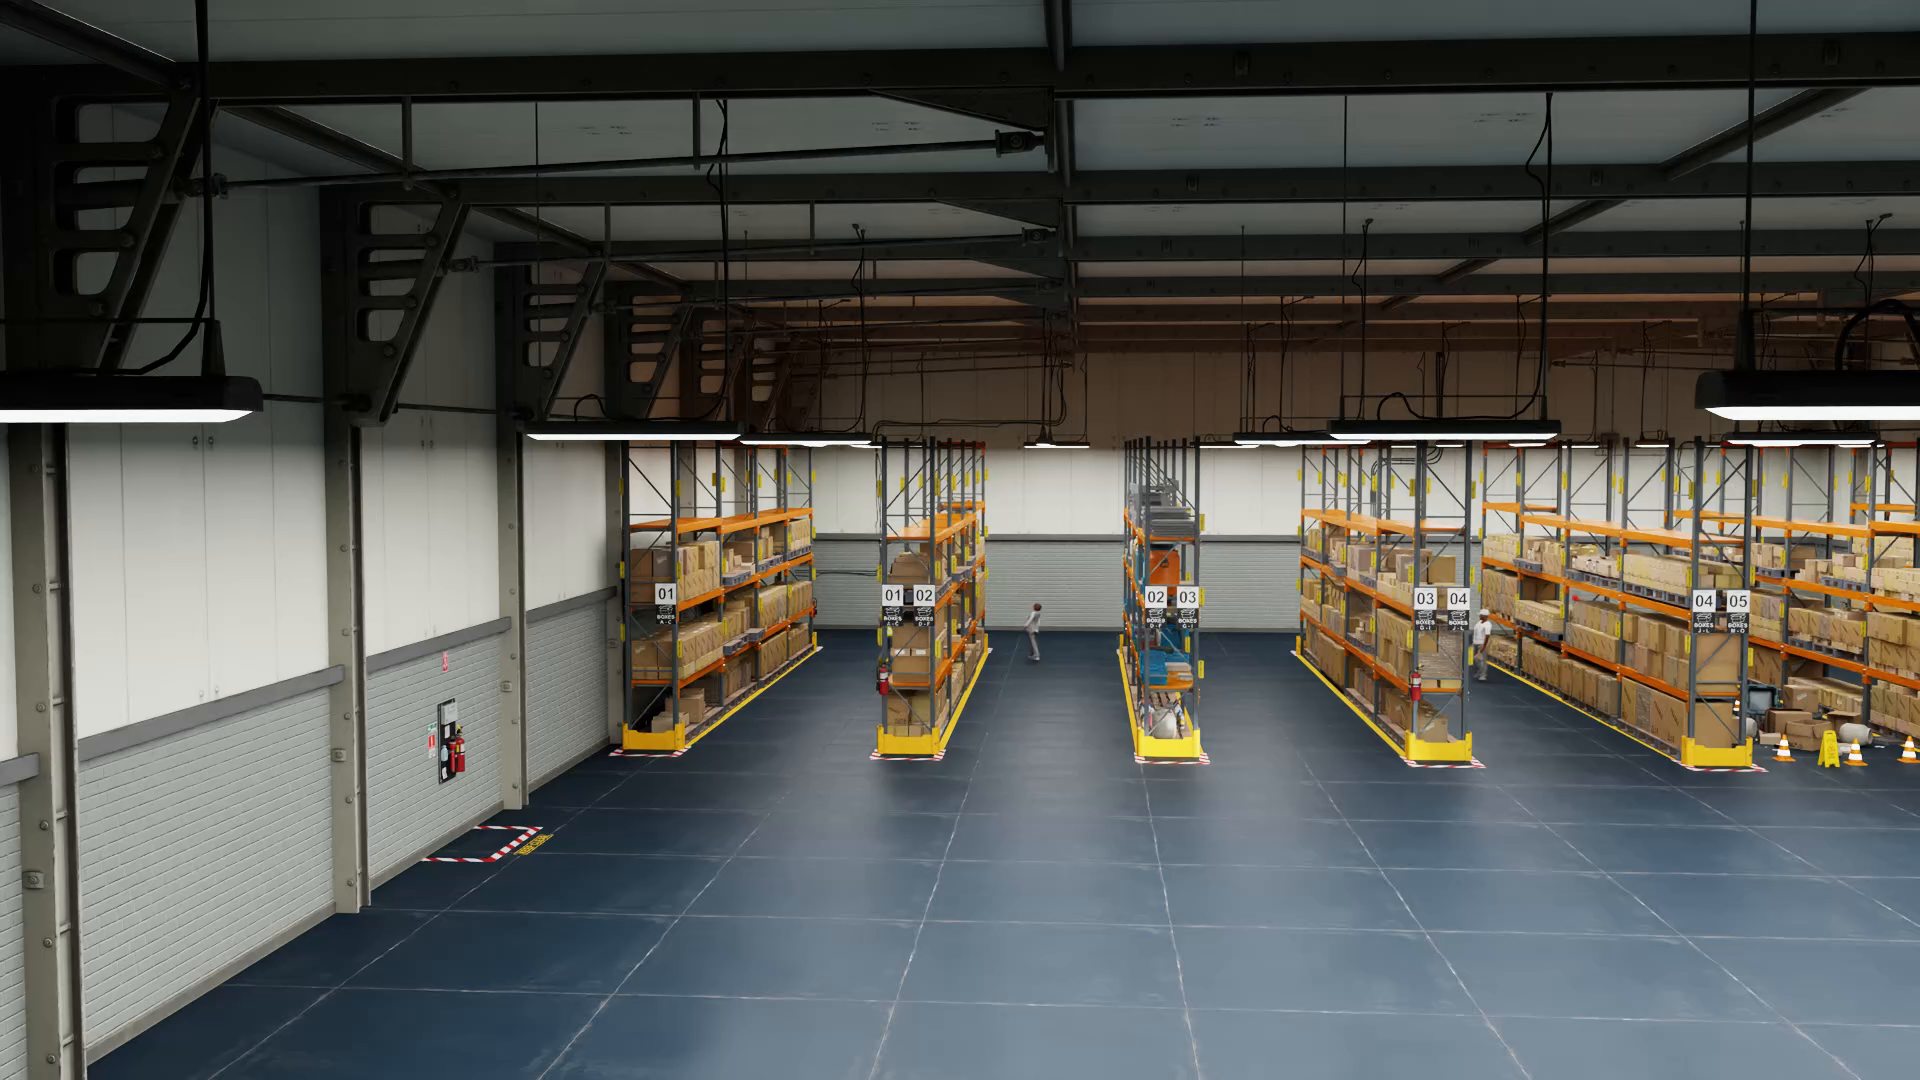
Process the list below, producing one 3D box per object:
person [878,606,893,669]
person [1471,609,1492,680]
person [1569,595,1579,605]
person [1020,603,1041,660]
[{"bbox_3d":[-1.885,2.514,43.474,0.590,1.741,0.602,3,4,39],"label":"person"},{"bbox_3d":[13.040,2.612,41.653,0.443,1.768,0.675,-1,3,-18],"label":"person"},{"bbox_3d":[16.873,2.416,45.597,0.578,1.797,0.387,-1,3,-20],"label":"person"},{"bbox_3d":[1.943,2.509,45.527,0.503,1.578,0.724,-2,4,-39],"label":"person"}]
